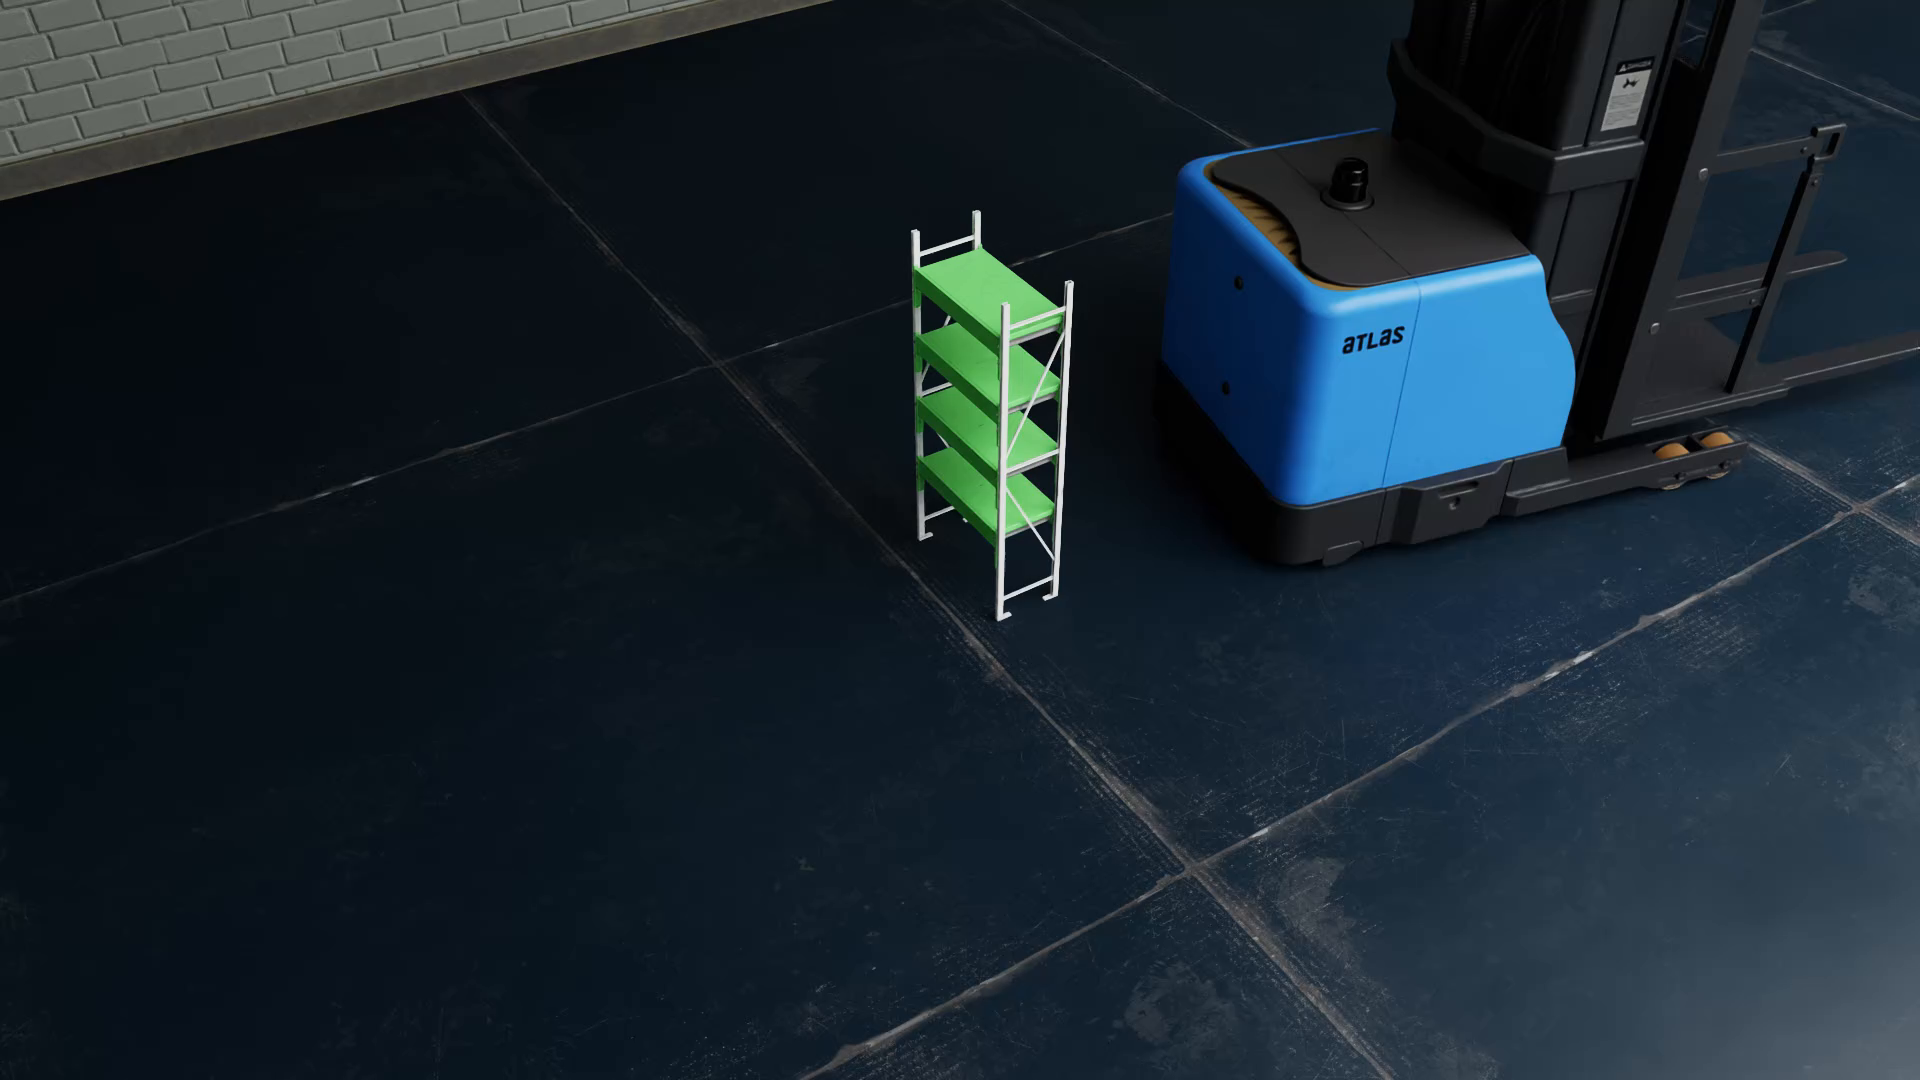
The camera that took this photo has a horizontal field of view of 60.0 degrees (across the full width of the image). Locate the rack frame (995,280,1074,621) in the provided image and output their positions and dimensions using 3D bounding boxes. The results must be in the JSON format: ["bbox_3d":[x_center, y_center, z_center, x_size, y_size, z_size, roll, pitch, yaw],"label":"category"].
[{"bbox_3d":[0.220,-0.240,5.101,0.240,1.200,0.015,-22,45,-24],"label":"rack frame"}]

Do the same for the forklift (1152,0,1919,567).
[{"bbox_3d":[2.292,-1.611,5.394,3.031,2.935,1.130,-13,42,-15],"label":"forklift"}]

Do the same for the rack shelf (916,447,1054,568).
[{"bbox_3d":[0.089,-0.138,5.453,0.258,0.148,0.480,-22,45,-24],"label":"rack shelf"}]

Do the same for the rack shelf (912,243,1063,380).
[{"bbox_3d":[0.089,-0.691,4.992,0.258,0.148,0.480,-22,45,-24],"label":"rack shelf"}]

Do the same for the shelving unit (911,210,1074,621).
[{"bbox_3d":[0.089,-0.372,5.259,0.258,1.200,0.503,-22,45,-24],"label":"shelving unit"}]

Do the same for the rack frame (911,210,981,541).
[{"bbox_3d":[-0.042,-0.503,5.417,0.240,1.200,0.015,-22,45,-24],"label":"rack frame"}]

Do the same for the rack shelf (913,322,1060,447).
[{"bbox_3d":[0.089,-0.507,5.146,0.258,0.148,0.480,-22,45,-24],"label":"rack shelf"}]

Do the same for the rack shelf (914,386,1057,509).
[{"bbox_3d":[0.089,-0.323,5.300,0.258,0.148,0.480,-22,45,-24],"label":"rack shelf"}]
